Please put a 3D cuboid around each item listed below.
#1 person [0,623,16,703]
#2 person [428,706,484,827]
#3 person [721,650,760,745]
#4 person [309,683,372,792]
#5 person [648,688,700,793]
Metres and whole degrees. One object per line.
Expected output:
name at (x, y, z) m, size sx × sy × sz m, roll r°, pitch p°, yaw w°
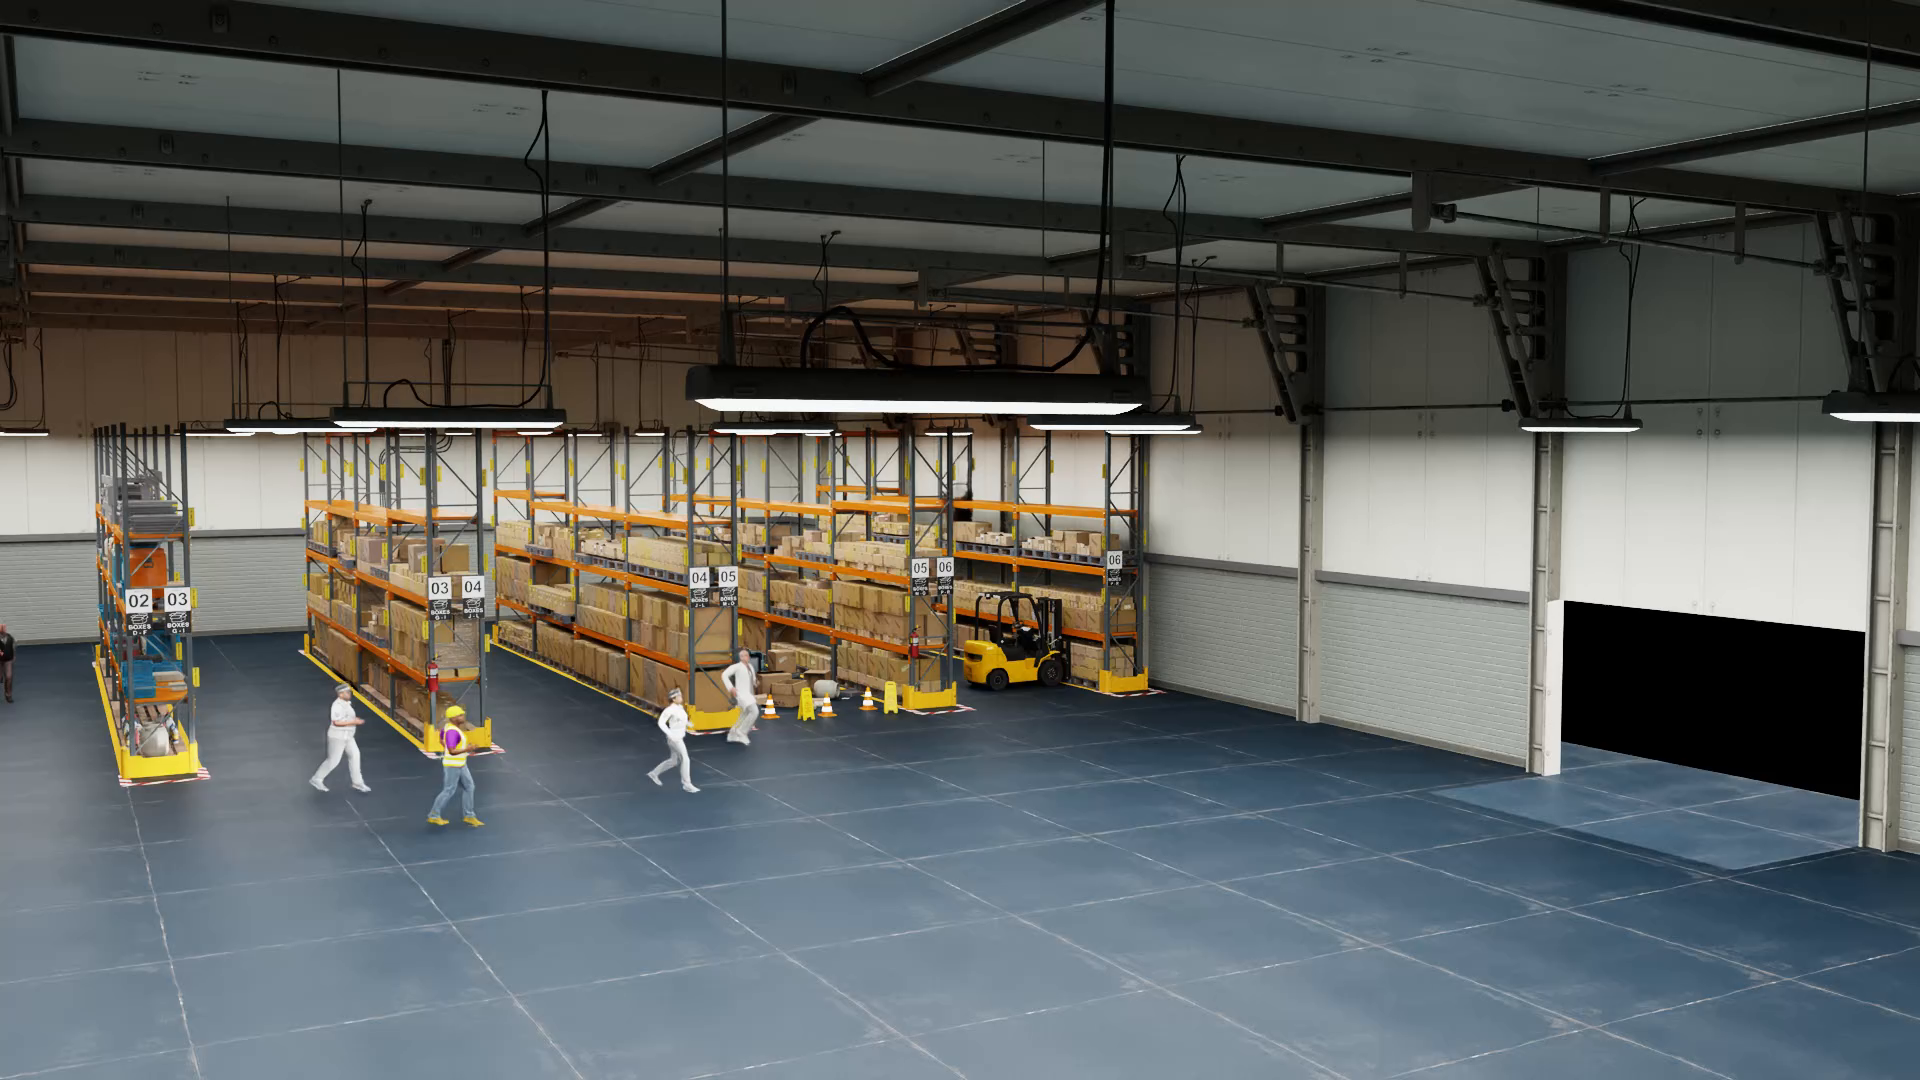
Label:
person at (-20.926, 2.664, 36.312) m, size 0.657 × 1.730 × 0.895 m, roll -3°, pitch 5°, yaw -43°
person at (-7.421, 3.342, 24.447) m, size 0.785 × 1.805 × 0.691 m, roll 0°, pitch 3°, yaw -7°
person at (-4.054, 2.953, 31.269) m, size 0.702 × 1.759 × 0.688 m, roll 1°, pitch 4°, yaw 19°
person at (-10.028, 3.201, 26.873) m, size 0.938 × 1.798 × 0.621 m, roll 0°, pitch 3°, yaw 1°
person at (-4.652, 3.242, 27.027) m, size 0.861 × 1.710 × 0.603 m, roll 0°, pitch 3°, yaw 5°
